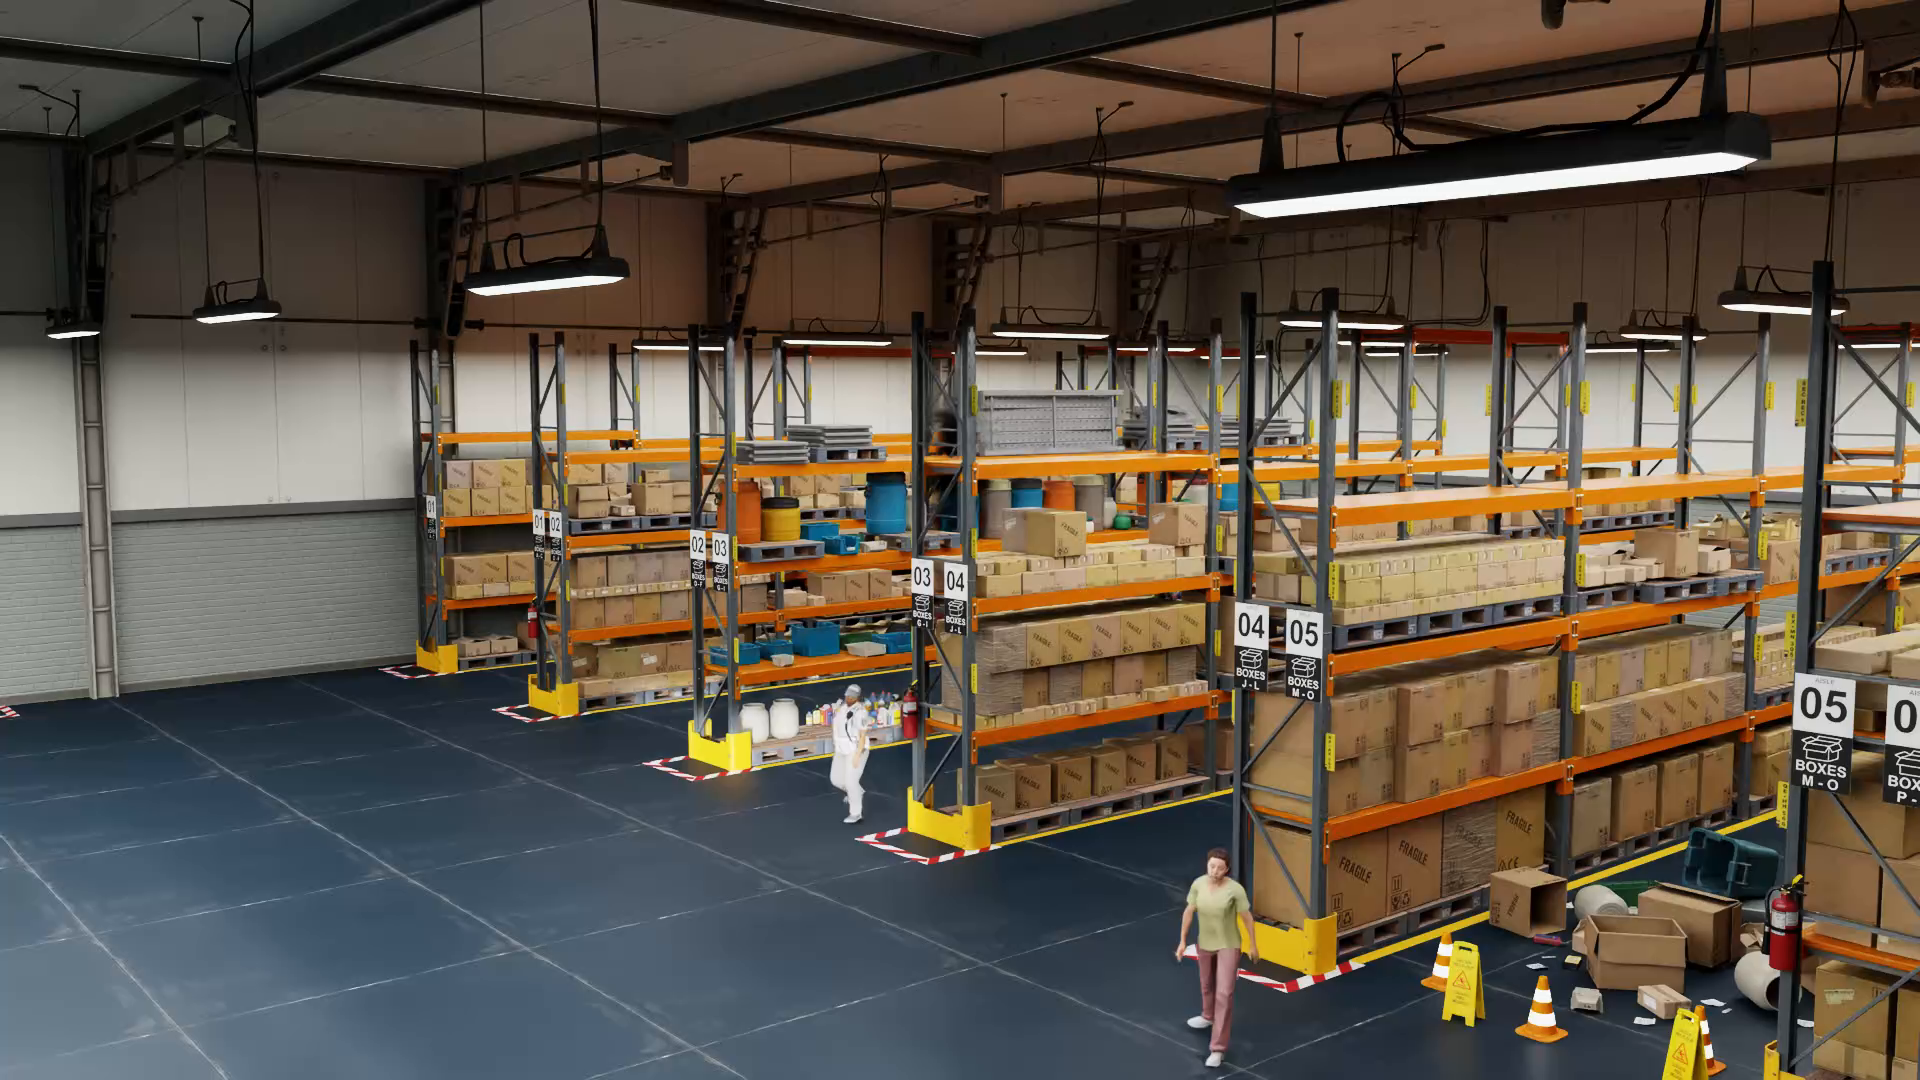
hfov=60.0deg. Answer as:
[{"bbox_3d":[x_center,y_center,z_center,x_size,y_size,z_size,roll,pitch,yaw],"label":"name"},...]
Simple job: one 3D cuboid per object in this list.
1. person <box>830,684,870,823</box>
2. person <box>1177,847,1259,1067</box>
[{"bbox_3d":[-1.286,2.505,19.868,0.697,1.631,0.604,5,7,44],"label":"person"},{"bbox_3d":[1.963,3.158,12.934,0.640,1.618,0.864,4,6,35],"label":"person"}]
